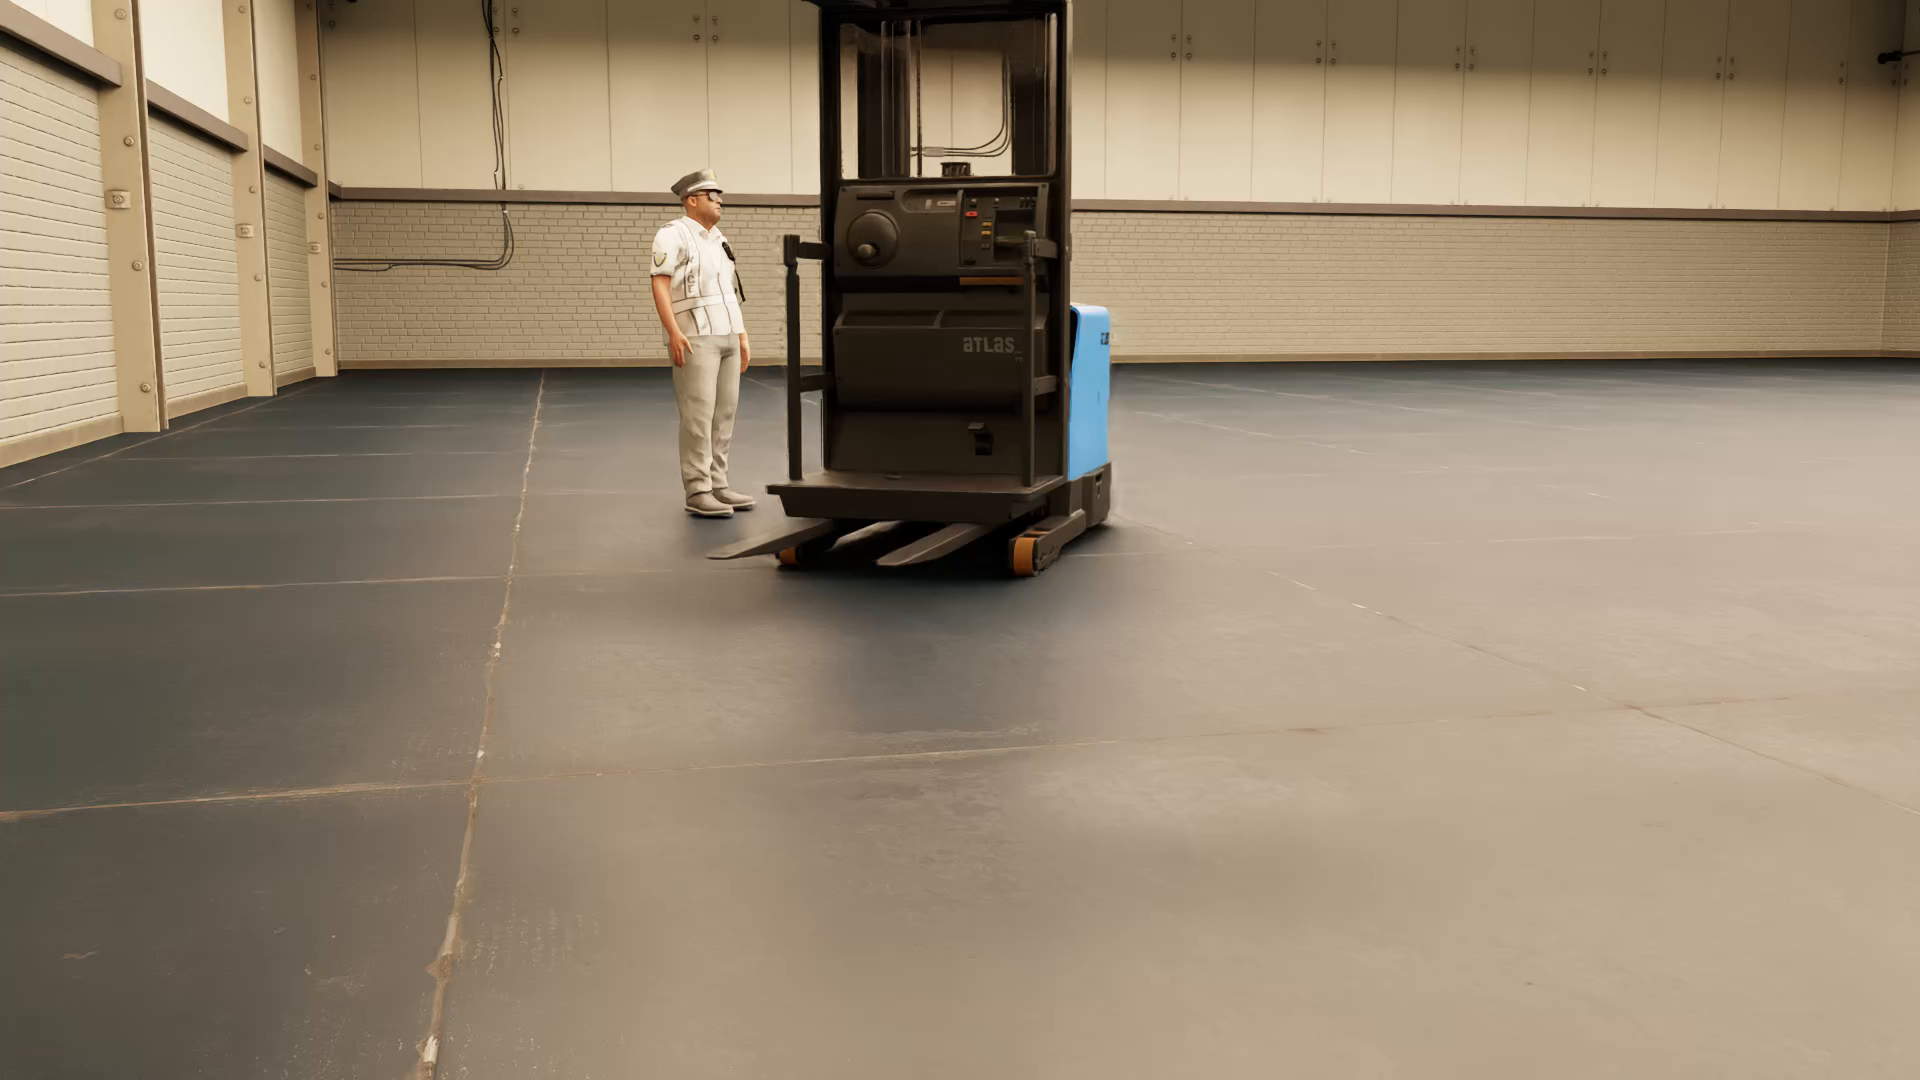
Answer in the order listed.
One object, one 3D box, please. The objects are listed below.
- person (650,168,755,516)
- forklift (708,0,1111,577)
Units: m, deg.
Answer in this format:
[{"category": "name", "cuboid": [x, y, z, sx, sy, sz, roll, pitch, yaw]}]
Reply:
[{"category": "person", "cuboid": [-1.282, -1.050, 8.731, 0.576, 1.781, 0.640, 5, 9, 30]}, {"category": "forklift", "cuboid": [-0.137, -1.361, 6.859, 1.130, 2.935, 3.031, 2, 8, 15]}]
